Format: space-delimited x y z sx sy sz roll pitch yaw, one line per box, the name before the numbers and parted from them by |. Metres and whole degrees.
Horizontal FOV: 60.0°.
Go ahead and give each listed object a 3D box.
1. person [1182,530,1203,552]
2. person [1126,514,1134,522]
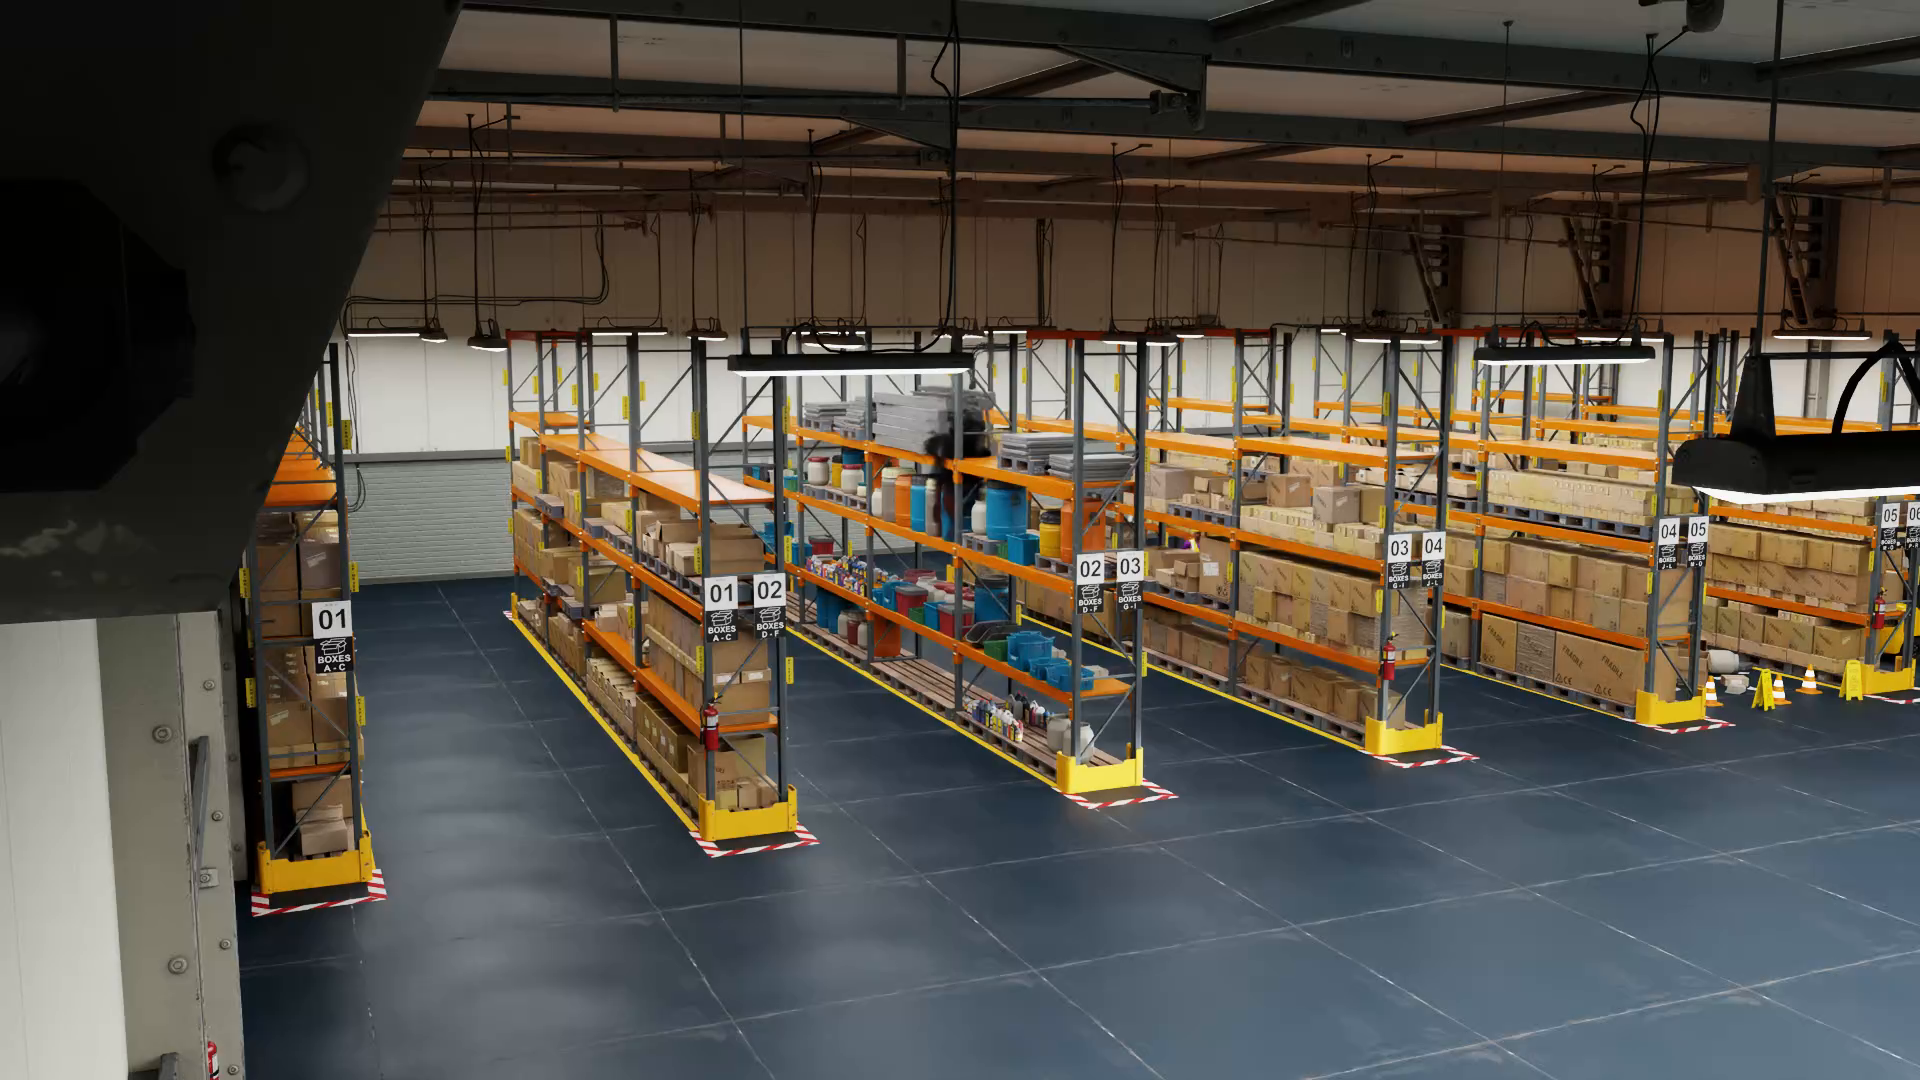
person | 5.144 0.582 35.952 0.689 1.767 0.852 -3 8 -18
person | 4.381 -0.145 41.565 0.801 1.775 0.706 -2 8 -15
